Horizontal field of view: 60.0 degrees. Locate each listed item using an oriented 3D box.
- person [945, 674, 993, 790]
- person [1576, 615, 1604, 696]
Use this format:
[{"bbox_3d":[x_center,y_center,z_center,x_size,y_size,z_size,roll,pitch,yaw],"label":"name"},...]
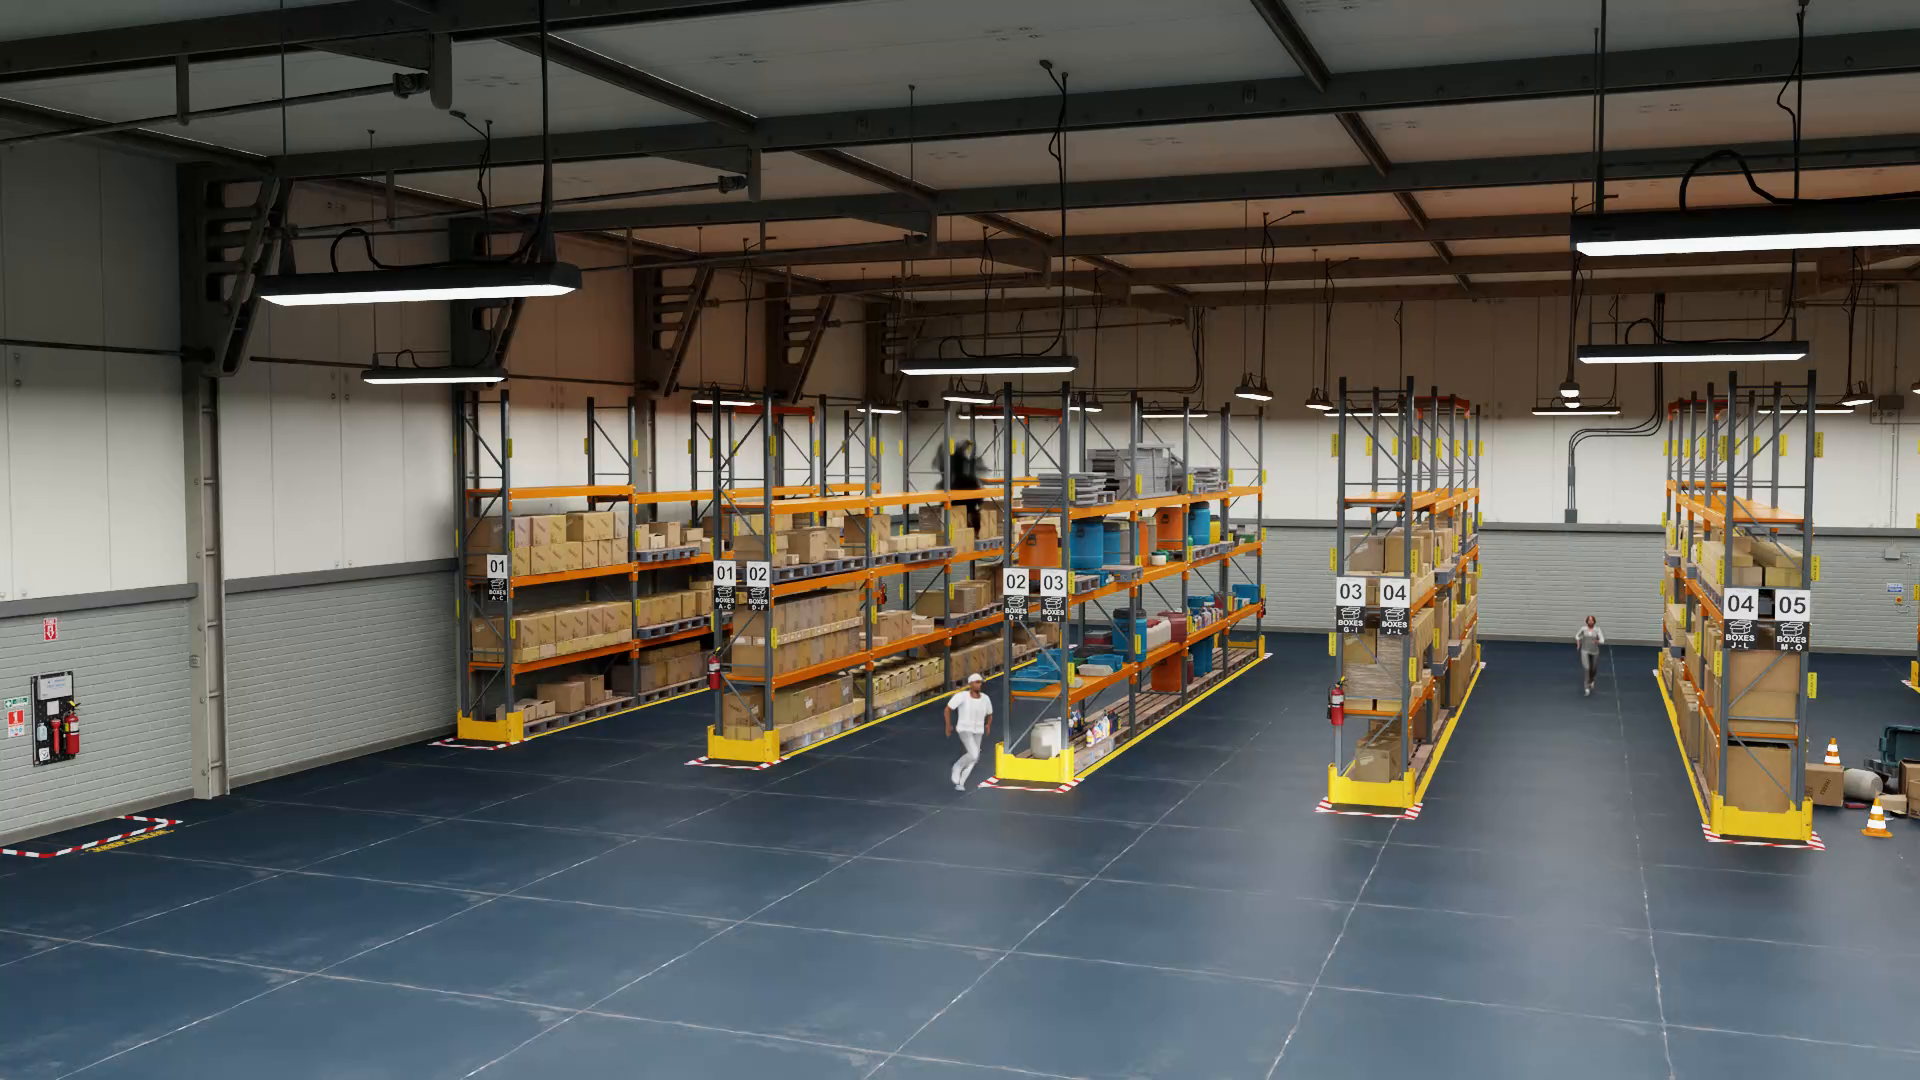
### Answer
[{"bbox_3d":[0.189,2.812,24.327,0.744,1.695,0.577,-2,4,-29],"label":"person"},{"bbox_3d":[12.811,2.318,33.822,0.532,1.595,0.883,1,3,17],"label":"person"}]
